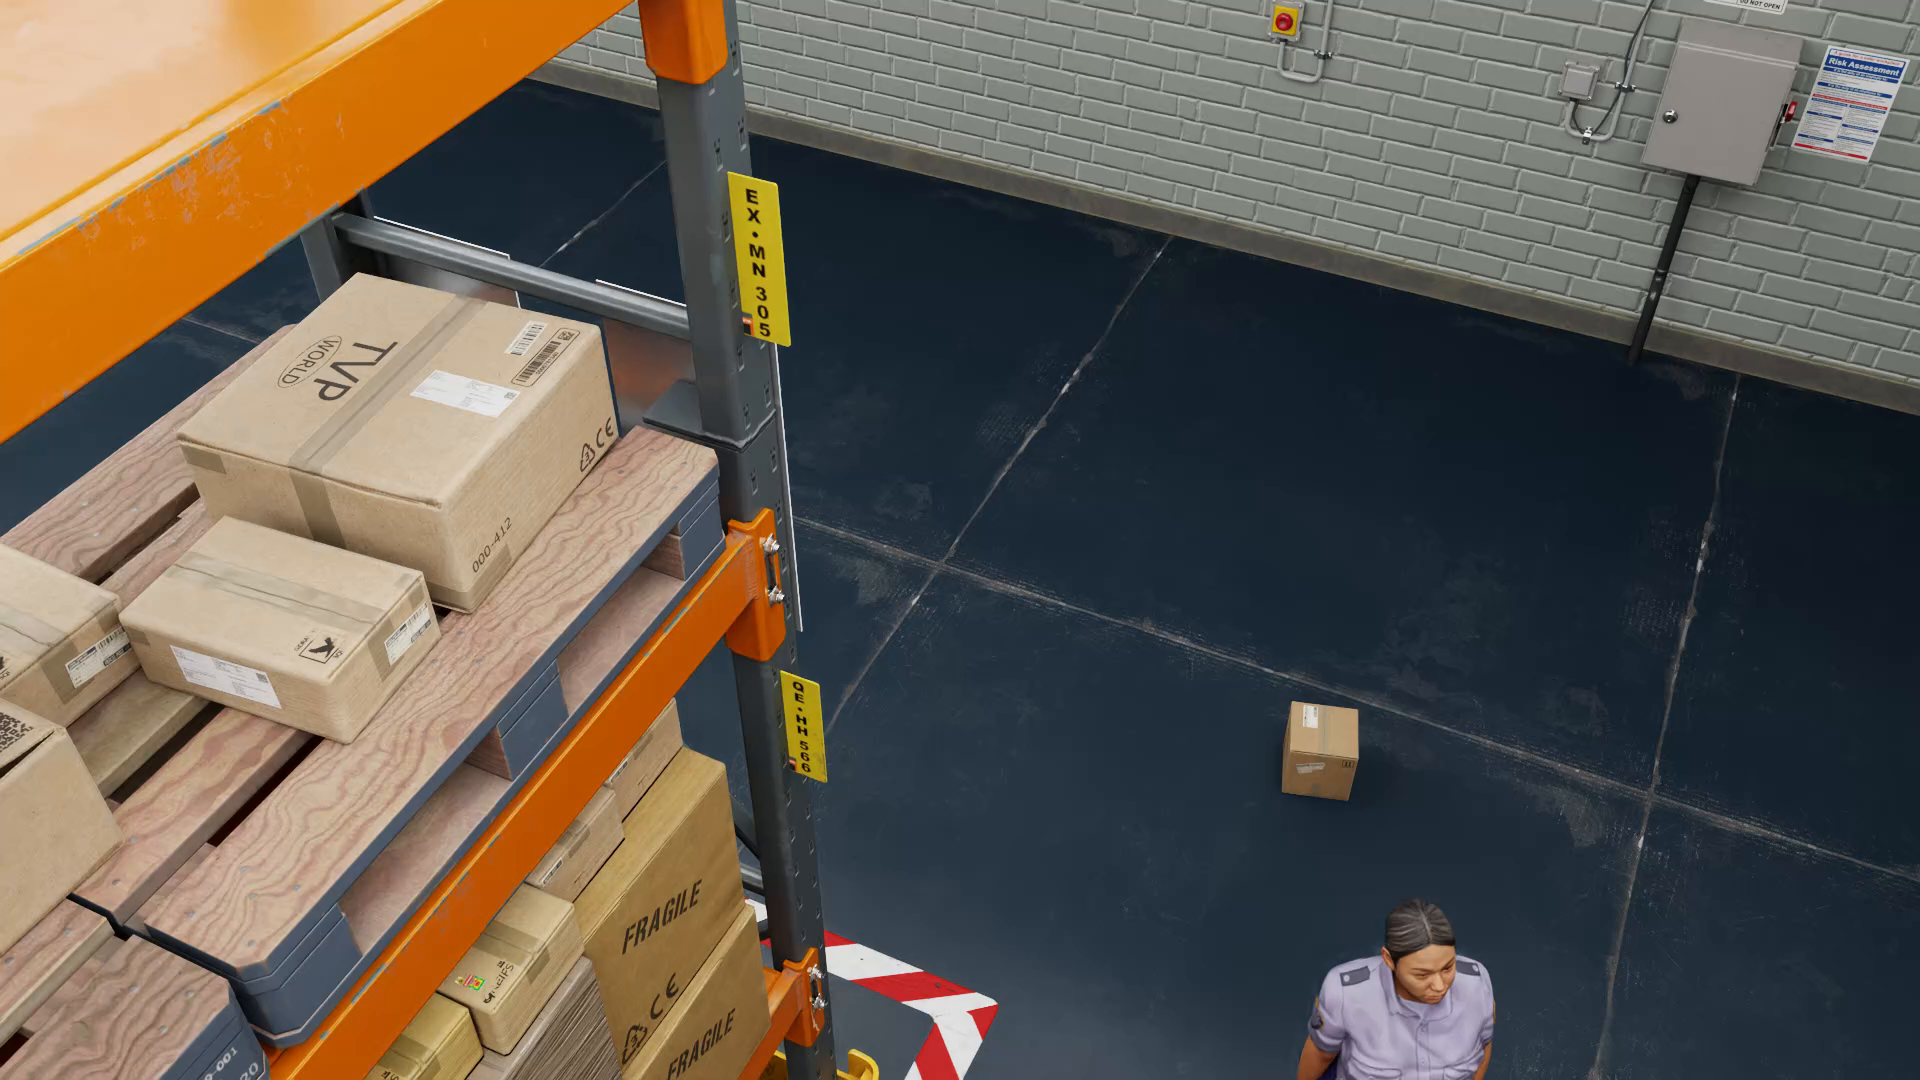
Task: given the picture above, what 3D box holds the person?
[{"bbox_3d":[1.146,1.498,4.504,0.488,1.608,0.752,-3,42,-3],"label":"person"}]
